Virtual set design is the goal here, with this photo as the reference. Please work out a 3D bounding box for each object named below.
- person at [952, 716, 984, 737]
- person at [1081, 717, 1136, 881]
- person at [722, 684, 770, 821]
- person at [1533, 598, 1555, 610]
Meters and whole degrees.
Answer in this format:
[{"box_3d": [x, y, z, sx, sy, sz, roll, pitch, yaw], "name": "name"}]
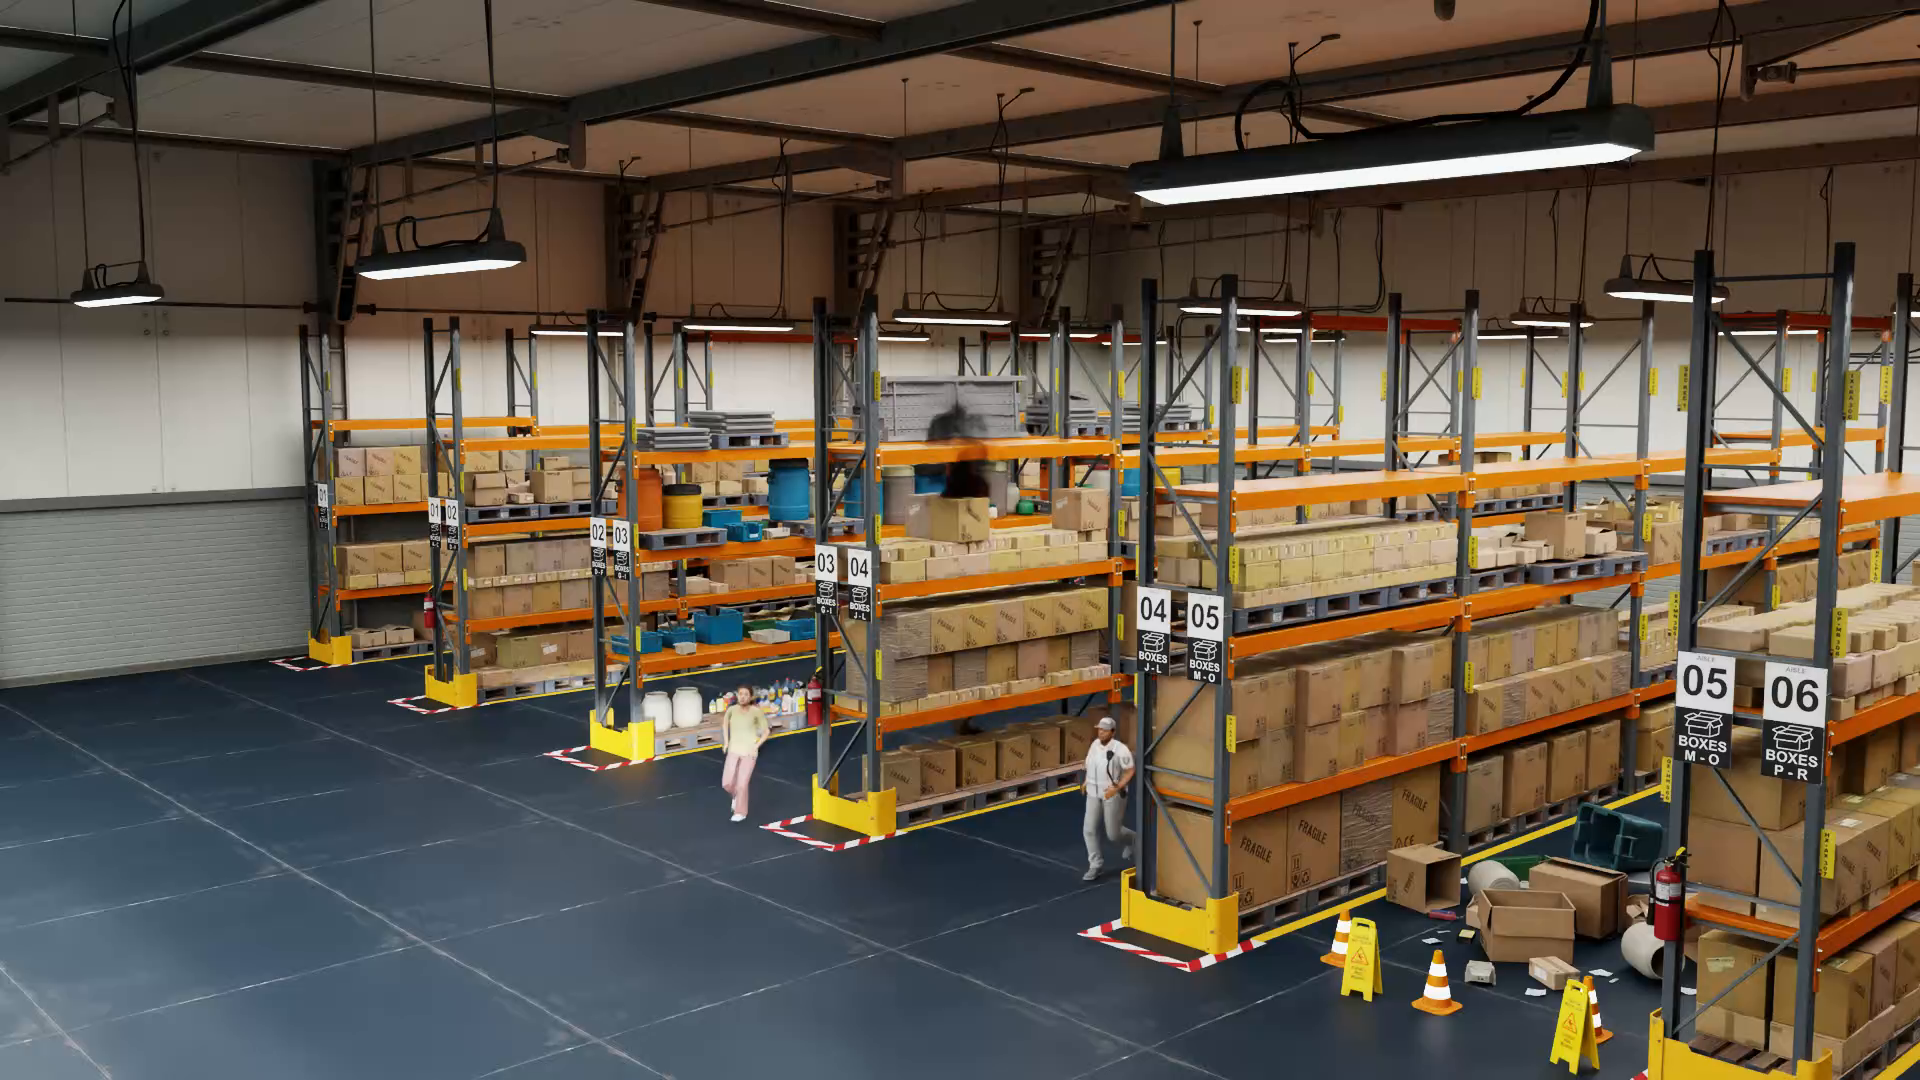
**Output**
[{"box_3d": [0.091, 2.061, 21.982, 0.720, 1.751, 0.920, 4, 7, 35], "name": "person"}, {"box_3d": [1.516, 2.626, 17.123, 0.619, 1.641, 0.775, 4, 7, 37], "name": "person"}, {"box_3d": [-2.478, 2.445, 19.102, 0.584, 1.610, 0.532, 1, 6, 11], "name": "person"}, {"box_3d": [9.205, 1.672, 26.085, 0.767, 1.834, 0.638, -6, 8, -44], "name": "person"}]
